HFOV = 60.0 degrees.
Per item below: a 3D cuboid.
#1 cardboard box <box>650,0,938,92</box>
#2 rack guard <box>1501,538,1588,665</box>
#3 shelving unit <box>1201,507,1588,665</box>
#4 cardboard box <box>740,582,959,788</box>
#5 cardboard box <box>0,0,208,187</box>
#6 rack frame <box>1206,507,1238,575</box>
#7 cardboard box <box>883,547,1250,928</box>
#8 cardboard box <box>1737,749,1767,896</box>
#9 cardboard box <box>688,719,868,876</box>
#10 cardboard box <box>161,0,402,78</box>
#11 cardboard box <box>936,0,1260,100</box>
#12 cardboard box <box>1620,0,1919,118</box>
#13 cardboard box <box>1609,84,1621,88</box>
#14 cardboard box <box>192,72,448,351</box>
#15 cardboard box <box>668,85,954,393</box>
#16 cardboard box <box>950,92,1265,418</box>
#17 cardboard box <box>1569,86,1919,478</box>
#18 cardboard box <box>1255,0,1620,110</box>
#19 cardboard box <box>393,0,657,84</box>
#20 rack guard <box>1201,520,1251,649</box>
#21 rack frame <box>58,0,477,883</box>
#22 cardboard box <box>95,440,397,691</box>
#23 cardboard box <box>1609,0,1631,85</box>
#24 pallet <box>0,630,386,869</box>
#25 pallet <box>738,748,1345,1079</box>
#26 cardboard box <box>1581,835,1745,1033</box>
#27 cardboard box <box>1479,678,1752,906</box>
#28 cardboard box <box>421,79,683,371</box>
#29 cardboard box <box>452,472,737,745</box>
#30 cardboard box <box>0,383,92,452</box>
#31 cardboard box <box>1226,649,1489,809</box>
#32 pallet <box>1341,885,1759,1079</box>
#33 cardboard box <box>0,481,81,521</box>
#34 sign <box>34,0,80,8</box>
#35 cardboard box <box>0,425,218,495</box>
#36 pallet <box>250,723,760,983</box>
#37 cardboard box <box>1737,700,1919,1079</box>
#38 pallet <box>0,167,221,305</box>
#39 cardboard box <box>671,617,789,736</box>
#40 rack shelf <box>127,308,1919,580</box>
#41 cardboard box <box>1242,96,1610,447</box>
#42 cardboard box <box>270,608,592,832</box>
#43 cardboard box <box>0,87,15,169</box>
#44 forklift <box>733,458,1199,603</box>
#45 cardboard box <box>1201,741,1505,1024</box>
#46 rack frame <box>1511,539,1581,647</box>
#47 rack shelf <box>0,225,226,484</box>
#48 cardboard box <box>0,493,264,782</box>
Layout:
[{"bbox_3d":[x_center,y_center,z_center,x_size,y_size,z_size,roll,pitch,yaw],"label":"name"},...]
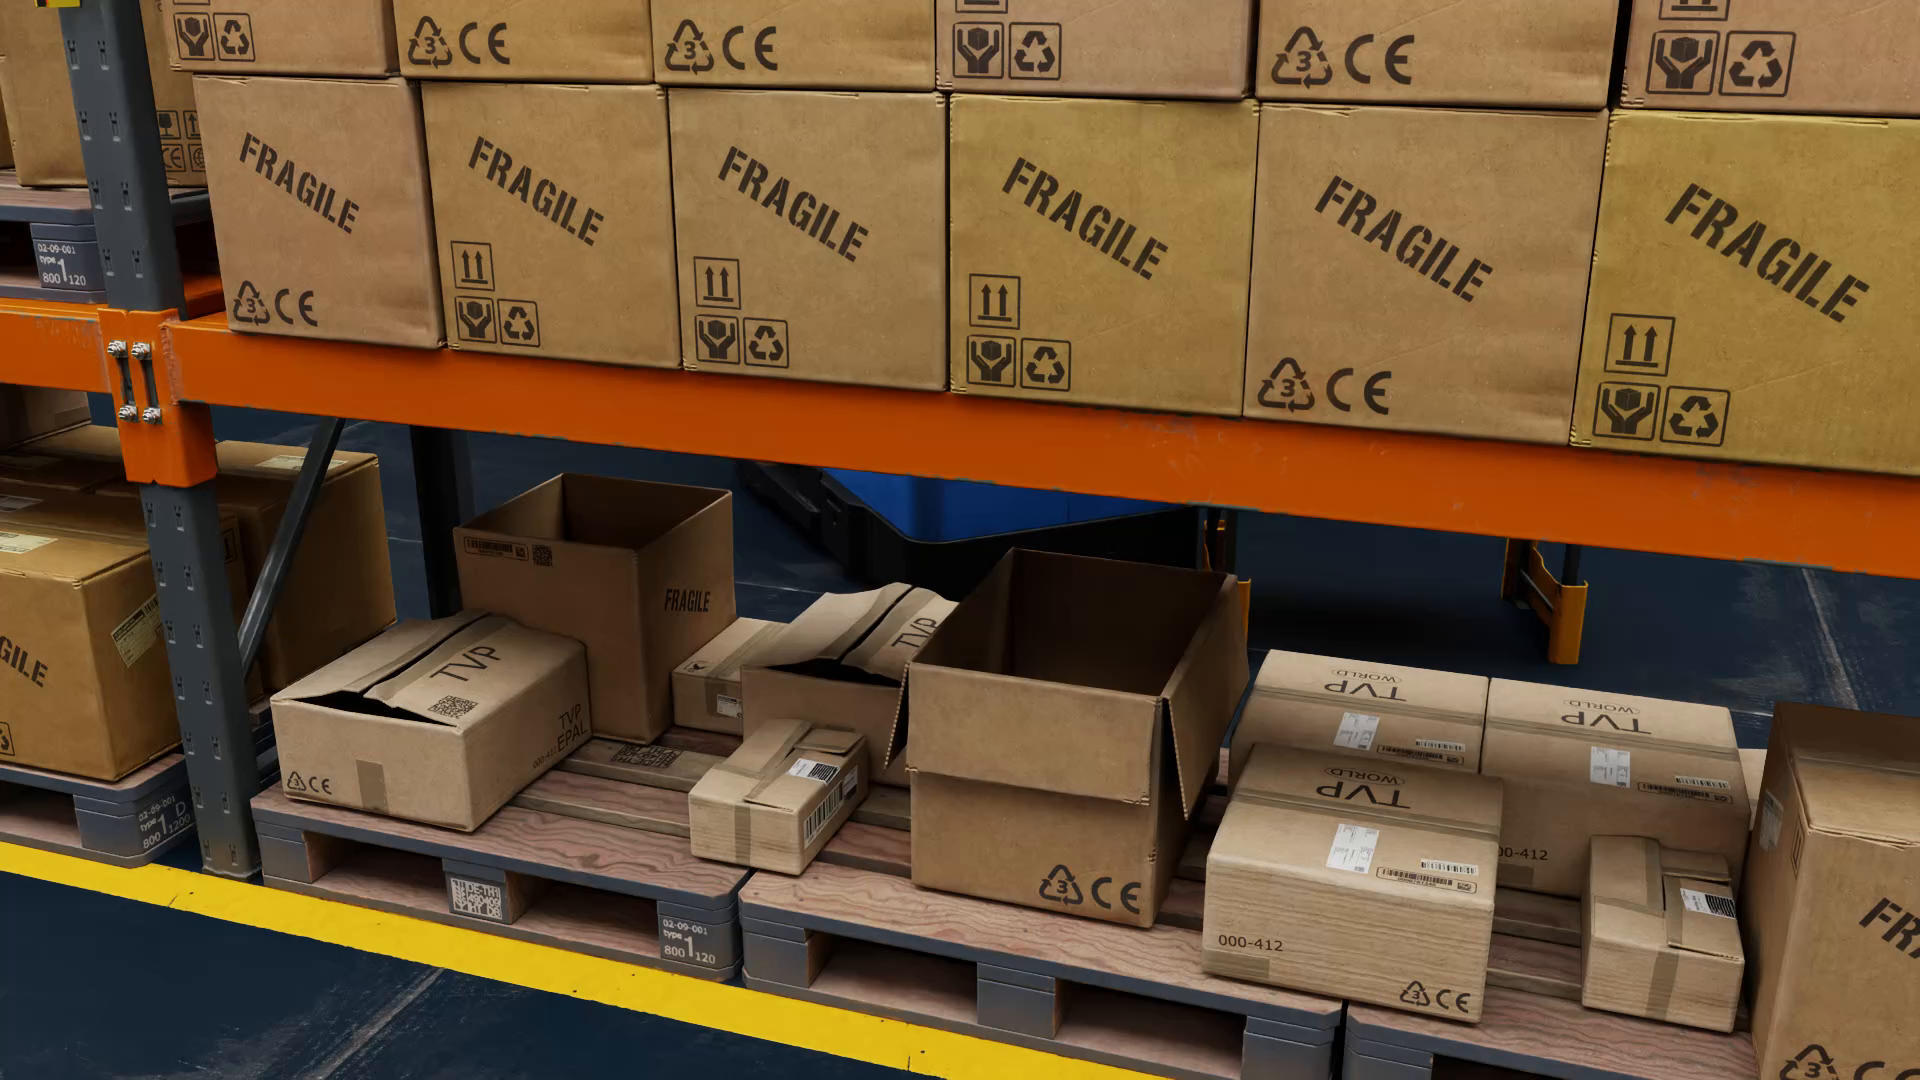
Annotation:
[{"bbox_3d":[-0.206,-1.061,2.891,0.500,0.500,0.500,6,20,16],"label":"cardboard box"},{"bbox_3d":[1.832,0.160,5.237,0.087,0.250,0.587,1,19,2],"label":"rack guard"},{"bbox_3d":[1.335,-0.436,5.047,1.083,1.500,0.587,1,19,2],"label":"shelving unit"},{"bbox_3d":[-0.192,0.325,4.002,0.500,0.311,0.500,7,20,18],"label":"cardboard box"},{"bbox_3d":[-1.906,-1.157,4.049,0.500,0.500,0.700,0,19,0],"label":"cardboard box"},{"bbox_3d":[0.817,-0.442,5.064,0.032,1.500,0.500,1,19,2],"label":"rack frame"},{"bbox_3d":[0.245,0.382,3.549,0.637,0.503,0.797,7,20,18],"label":"cardboard box"},{"bbox_3d":[1.728,0.592,3.456,0.250,0.166,0.380,7,20,18],"label":"cardboard box"},{"bbox_3d":[-0.386,0.542,3.600,0.250,0.166,0.380,7,20,18],"label":"cardboard box"},{"bbox_3d":[-1.179,-1.172,3.210,0.500,0.500,0.500,7,20,19],"label":"cardboard box"},{"bbox_3d":[0.282,-1.005,2.731,0.500,0.500,0.500,7,20,20],"label":"cardboard box"},{"bbox_3d":[1.259,-0.895,2.416,0.500,0.500,0.500,7,20,20],"label":"cardboard box"},{"bbox_3d":[1.425,-0.590,3.060,0.500,0.500,0.500,6,20,18],"label":"cardboard box"},{"bbox_3d":[-1.140,-0.698,3.370,0.500,0.500,0.500,7,20,19],"label":"cardboard box"},{"bbox_3d":[-0.183,-0.589,3.058,0.500,0.500,0.500,6,20,18],"label":"cardboard box"},{"bbox_3d":[0.298,-0.535,2.901,0.500,0.500,0.500,6,20,17],"label":"cardboard box"},{"bbox_3d":[1.243,-0.425,2.586,0.500,0.500,0.500,7,20,19],"label":"cardboard box"},{"bbox_3d":[0.767,-0.950,2.572,0.500,0.500,0.500,7,20,20],"label":"cardboard box"},{"bbox_3d":[-0.692,-1.116,3.050,0.500,0.500,0.500,6,20,16],"label":"cardboard box"},{"bbox_3d":[0.837,0.149,5.269,0.087,0.250,0.587,1,19,2],"label":"rack guard"},{"bbox_3d":[-1.532,-0.791,3.788,0.127,3.000,1.000,7,20,18],"label":"rack frame"},{"bbox_3d":[-1.909,0.054,4.494,0.500,0.500,0.500,6,20,16],"label":"cardboard box"},{"bbox_3d":[1.418,-1.062,2.895,0.500,0.500,0.500,7,20,19],"label":"cardboard box"},{"bbox_3d":[-2.313,0.450,4.465,1.213,0.211,1.003,7,20,18],"label":"pallet"},{"bbox_3d":[0.273,0.732,3.657,1.213,0.211,1.003,7,20,18],"label":"pallet"},{"bbox_3d":[1.299,0.717,3.097,0.250,0.166,0.380,7,20,18],"label":"cardboard box"},{"bbox_3d":[1.354,0.531,3.505,0.500,0.250,0.500,7,20,18],"label":"cardboard box"},{"bbox_3d":[-0.655,-0.644,3.215,0.500,0.500,0.500,7,20,19],"label":"cardboard box"},{"bbox_3d":[-0.901,0.155,4.203,0.500,0.500,0.500,7,20,18],"label":"cardboard box"},{"bbox_3d":[-2.853,-0.408,4.681,0.500,0.250,0.500,7,20,18],"label":"cardboard box"},{"bbox_3d":[0.882,0.477,3.660,0.500,0.250,0.500,7,20,18],"label":"cardboard box"},{"bbox_3d":[1.421,0.864,3.277,1.213,0.211,1.003,7,20,18],"label":"pallet"},{"bbox_3d":[-2.556,0.162,4.185,0.500,0.500,0.500,7,20,18],"label":"cardboard box"},{"bbox_3d":[-1.711,-1.165,3.101,0.005,0.325,0.100,7,20,18],"label":"sign"},{"bbox_3d":[-2.416,0.000,4.650,0.500,0.500,0.500,7,20,19],"label":"cardboard box"},{"bbox_3d":[-0.883,0.600,4.033,1.213,0.211,1.003,7,20,18],"label":"pallet"},{"bbox_3d":[1.652,0.632,2.836,0.500,0.500,0.500,7,20,18],"label":"cardboard box"},{"bbox_3d":[-2.251,-0.820,4.165,1.213,0.211,1.003,7,20,18],"label":"pallet"},{"bbox_3d":[-0.527,0.343,4.199,0.250,0.149,0.380,7,20,18],"label":"cardboard box"},{"bbox_3d":[0.357,-0.235,3.287,4.000,0.370,1.077,7,20,18],"label":"rack shelf"},{"bbox_3d":[0.774,-0.480,2.745,0.500,0.500,0.500,7,20,18],"label":"cardboard box"},{"bbox_3d":[-1.206,0.384,3.835,0.500,0.311,0.500,7,20,18],"label":"cardboard box"},{"bbox_3d":[-2.576,-1.212,4.205,0.500,0.500,0.700,10,22,27],"label":"cardboard box"},{"bbox_3d":[-0.265,-1.593,6.195,1.130,2.935,3.031,-8,21,-22],"label":"forklift"},{"bbox_3d":[0.765,0.638,3.198,0.500,0.250,0.500,7,20,18],"label":"cardboard box"},{"bbox_3d":[1.834,-0.430,5.031,0.032,1.500,0.500,1,19,2],"label":"rack frame"},{"bbox_3d":[-3.421,-0.667,4.526,4.000,0.370,1.077,7,20,18],"label":"rack shelf"},{"bbox_3d":[-2.092,0.218,4.024,0.500,0.500,0.500,6,20,18],"label":"cardboard box"}]
